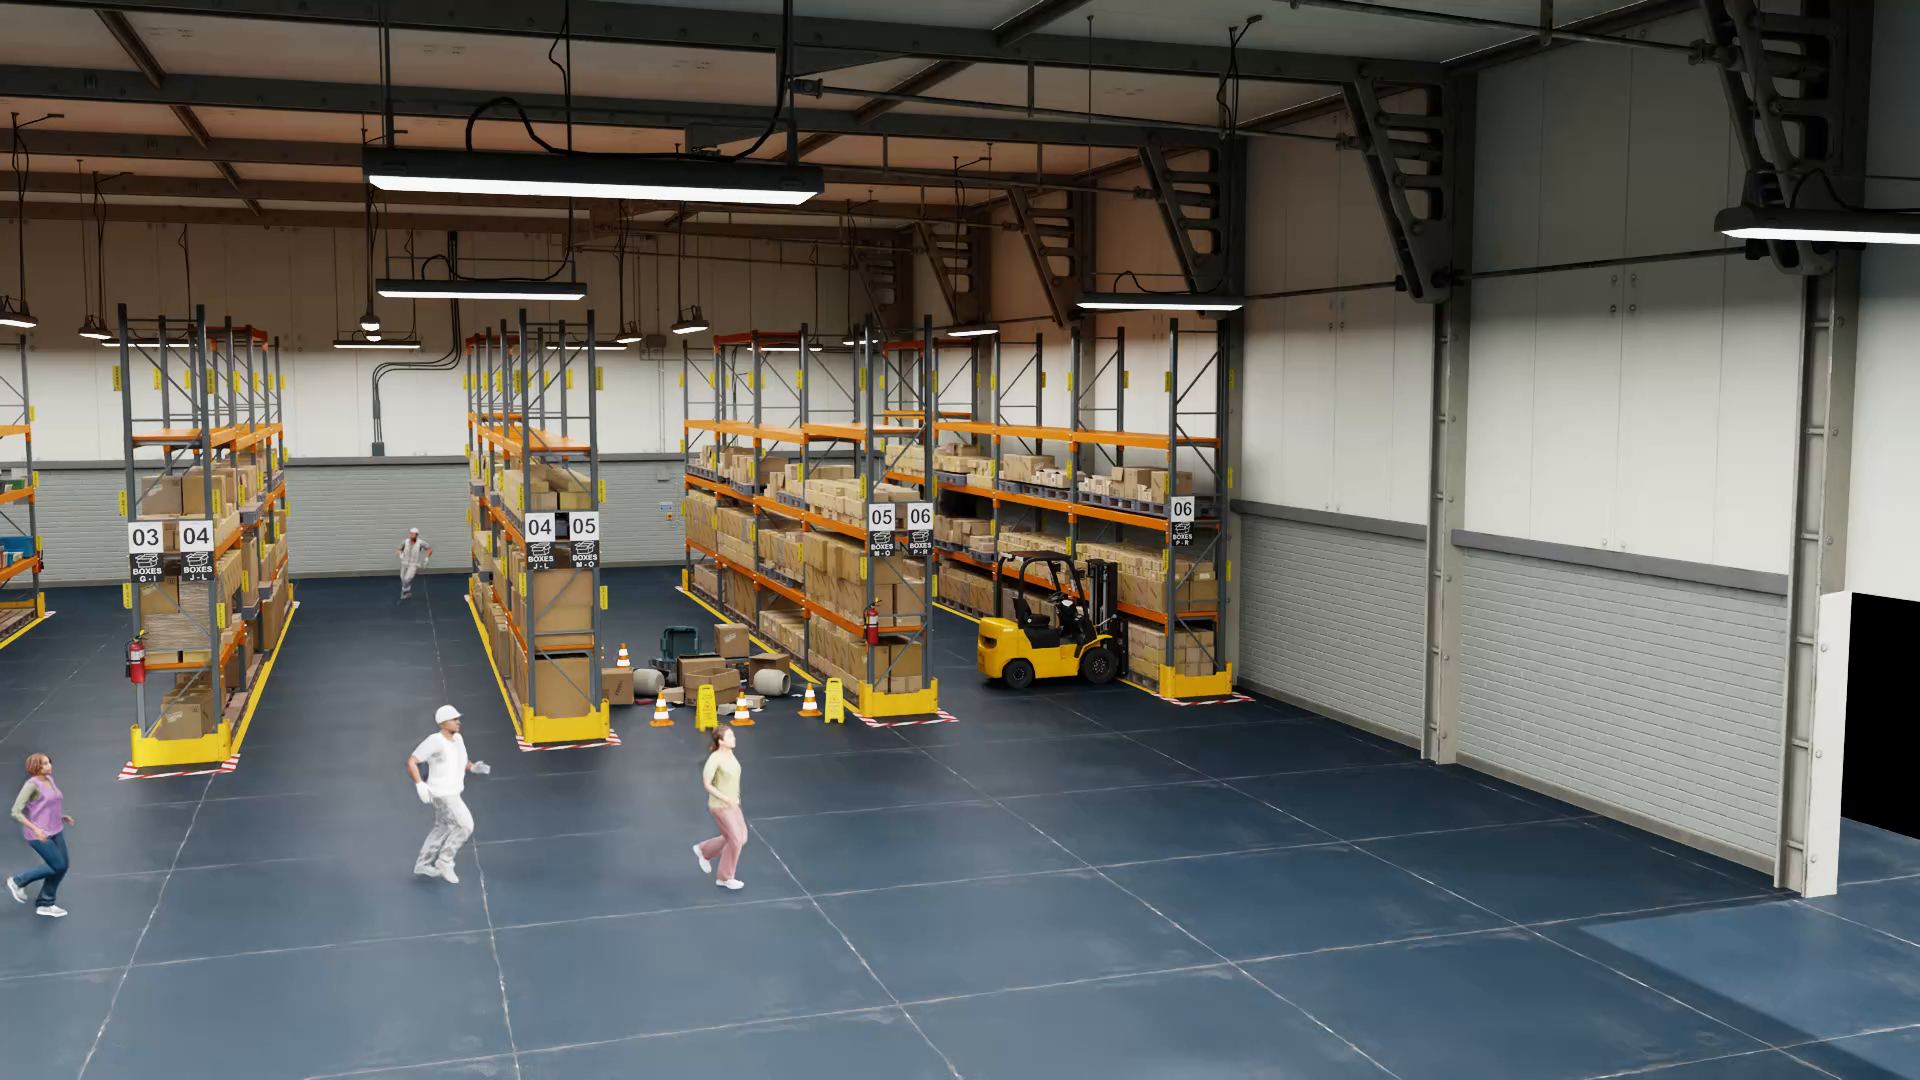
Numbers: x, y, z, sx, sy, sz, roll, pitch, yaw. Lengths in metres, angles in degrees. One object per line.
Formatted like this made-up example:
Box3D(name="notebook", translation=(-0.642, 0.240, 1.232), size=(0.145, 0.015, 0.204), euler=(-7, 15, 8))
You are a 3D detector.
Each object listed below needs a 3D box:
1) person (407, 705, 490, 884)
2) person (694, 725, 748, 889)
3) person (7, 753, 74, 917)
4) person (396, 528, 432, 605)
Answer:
Box3D(name="person", translation=(-5.107, 2.545, 16.630), size=(0.800, 1.790, 0.660), euler=(0, 5, 4))
Box3D(name="person", translation=(-2.410, 2.632, 16.524), size=(0.571, 1.627, 0.609), euler=(1, 6, 14))
Box3D(name="person", translation=(-8.626, 2.764, 15.595), size=(0.549, 1.560, 0.537), euler=(0, 5, 0))
Box3D(name="person", translation=(-12.410, 0.589, 37.649), size=(0.784, 1.755, 0.757), euler=(1, 5, 6))
